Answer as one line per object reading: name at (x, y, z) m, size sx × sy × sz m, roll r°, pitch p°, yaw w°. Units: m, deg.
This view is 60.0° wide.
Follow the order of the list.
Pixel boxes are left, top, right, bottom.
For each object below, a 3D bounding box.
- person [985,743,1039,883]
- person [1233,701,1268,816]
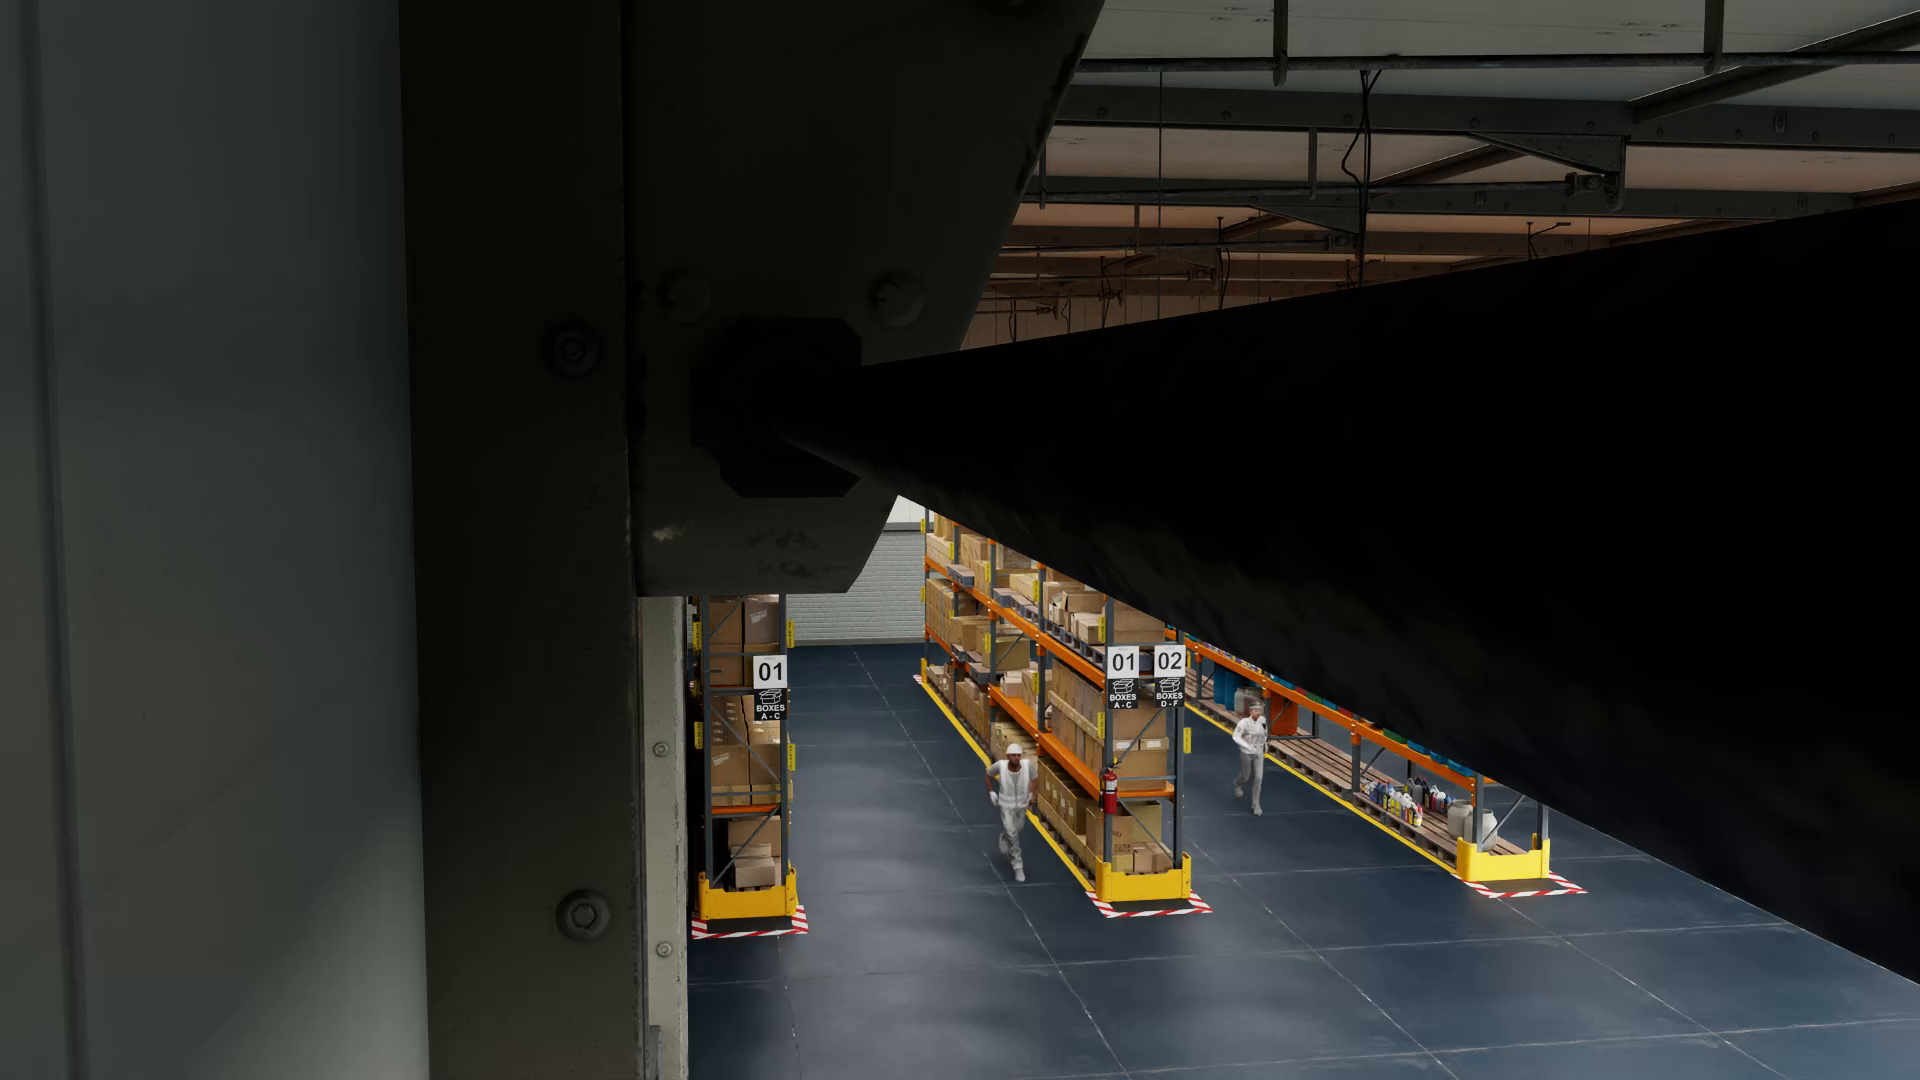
person at (0.686, 3.523, 22.012) m, size 0.683 × 1.772 × 1.132 m, roll -1°, pitch 5°, yaw -15°
person at (4.447, 3.266, 25.366) m, size 0.637 × 1.689 × 0.920 m, roll -1°, pitch 5°, yaw -15°
